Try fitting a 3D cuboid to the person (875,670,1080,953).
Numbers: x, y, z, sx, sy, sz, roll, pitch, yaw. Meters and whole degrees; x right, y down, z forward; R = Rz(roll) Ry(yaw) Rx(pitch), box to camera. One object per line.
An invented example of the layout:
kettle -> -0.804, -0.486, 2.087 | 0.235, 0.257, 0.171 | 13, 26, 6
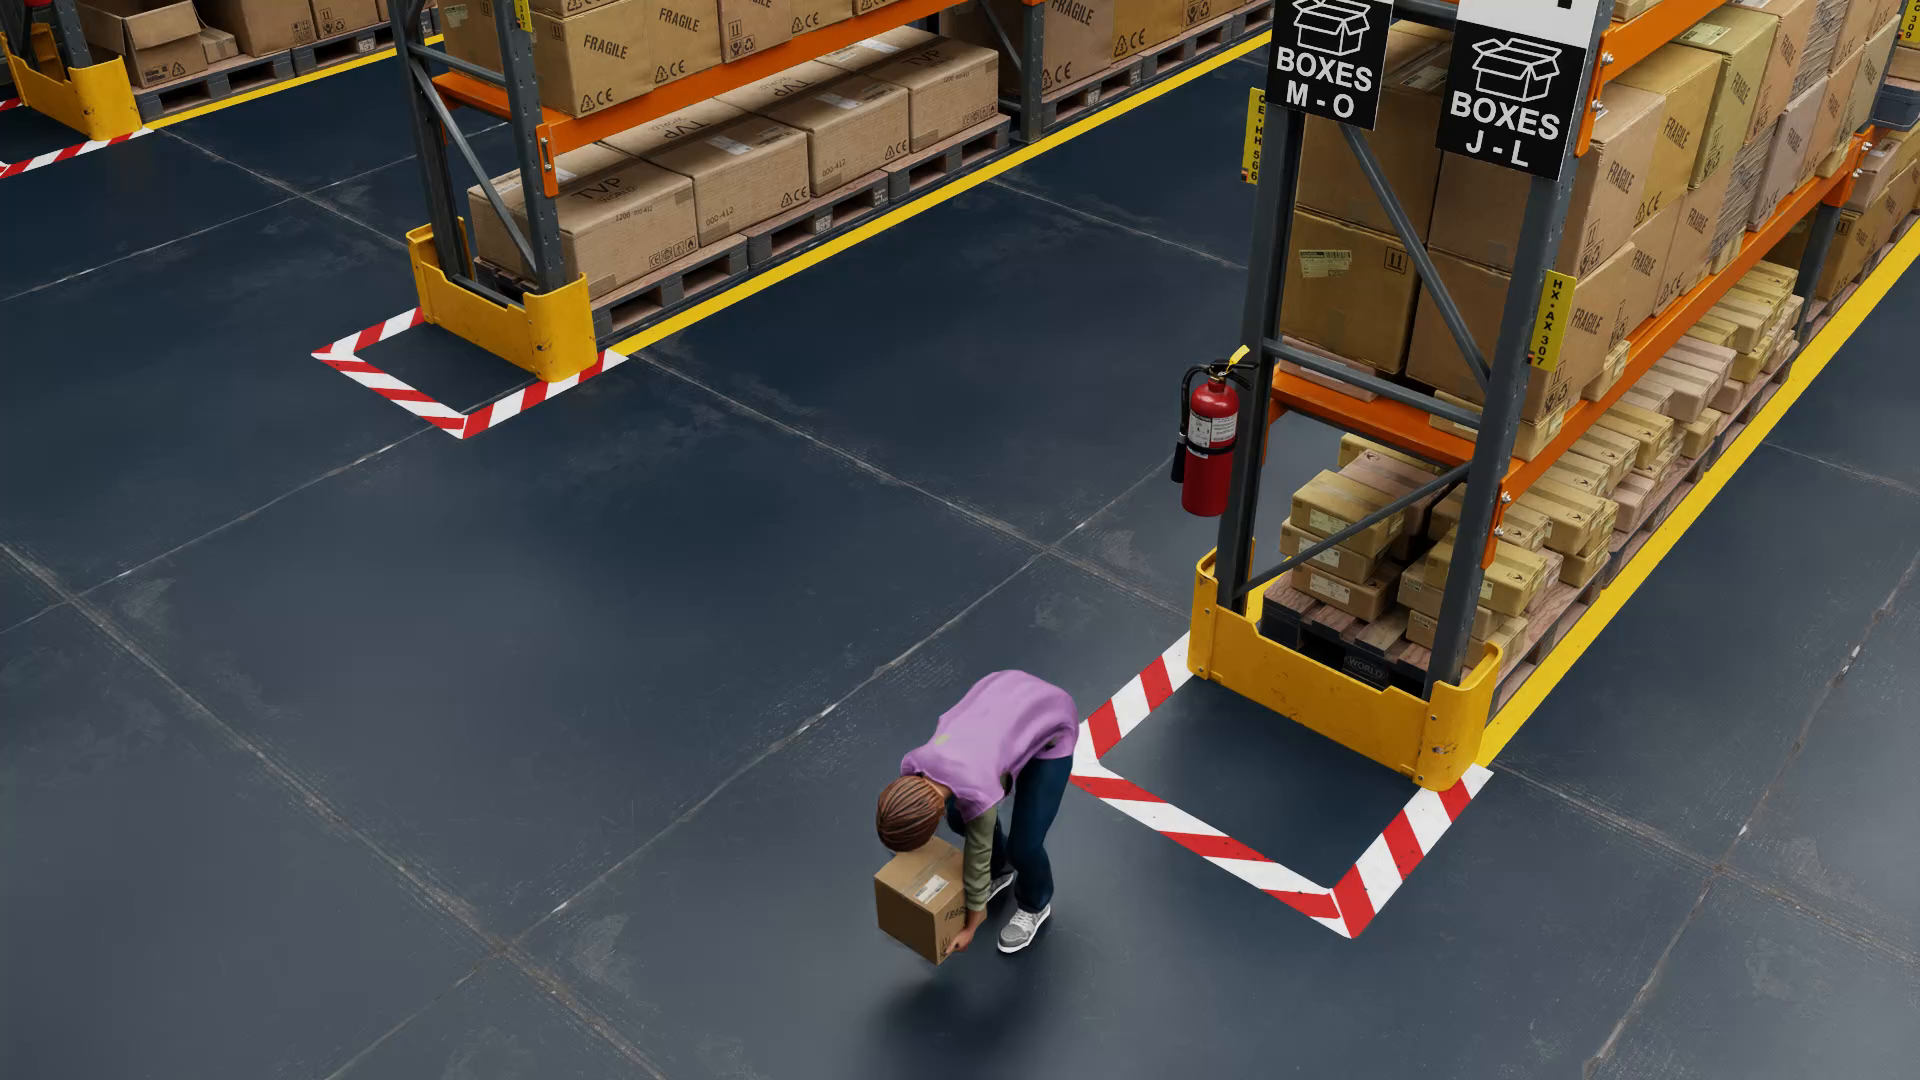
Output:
person -> 0.042, 0.957, 5.328 | 0.391, 1.001, 0.871 | 24, 42, 30
